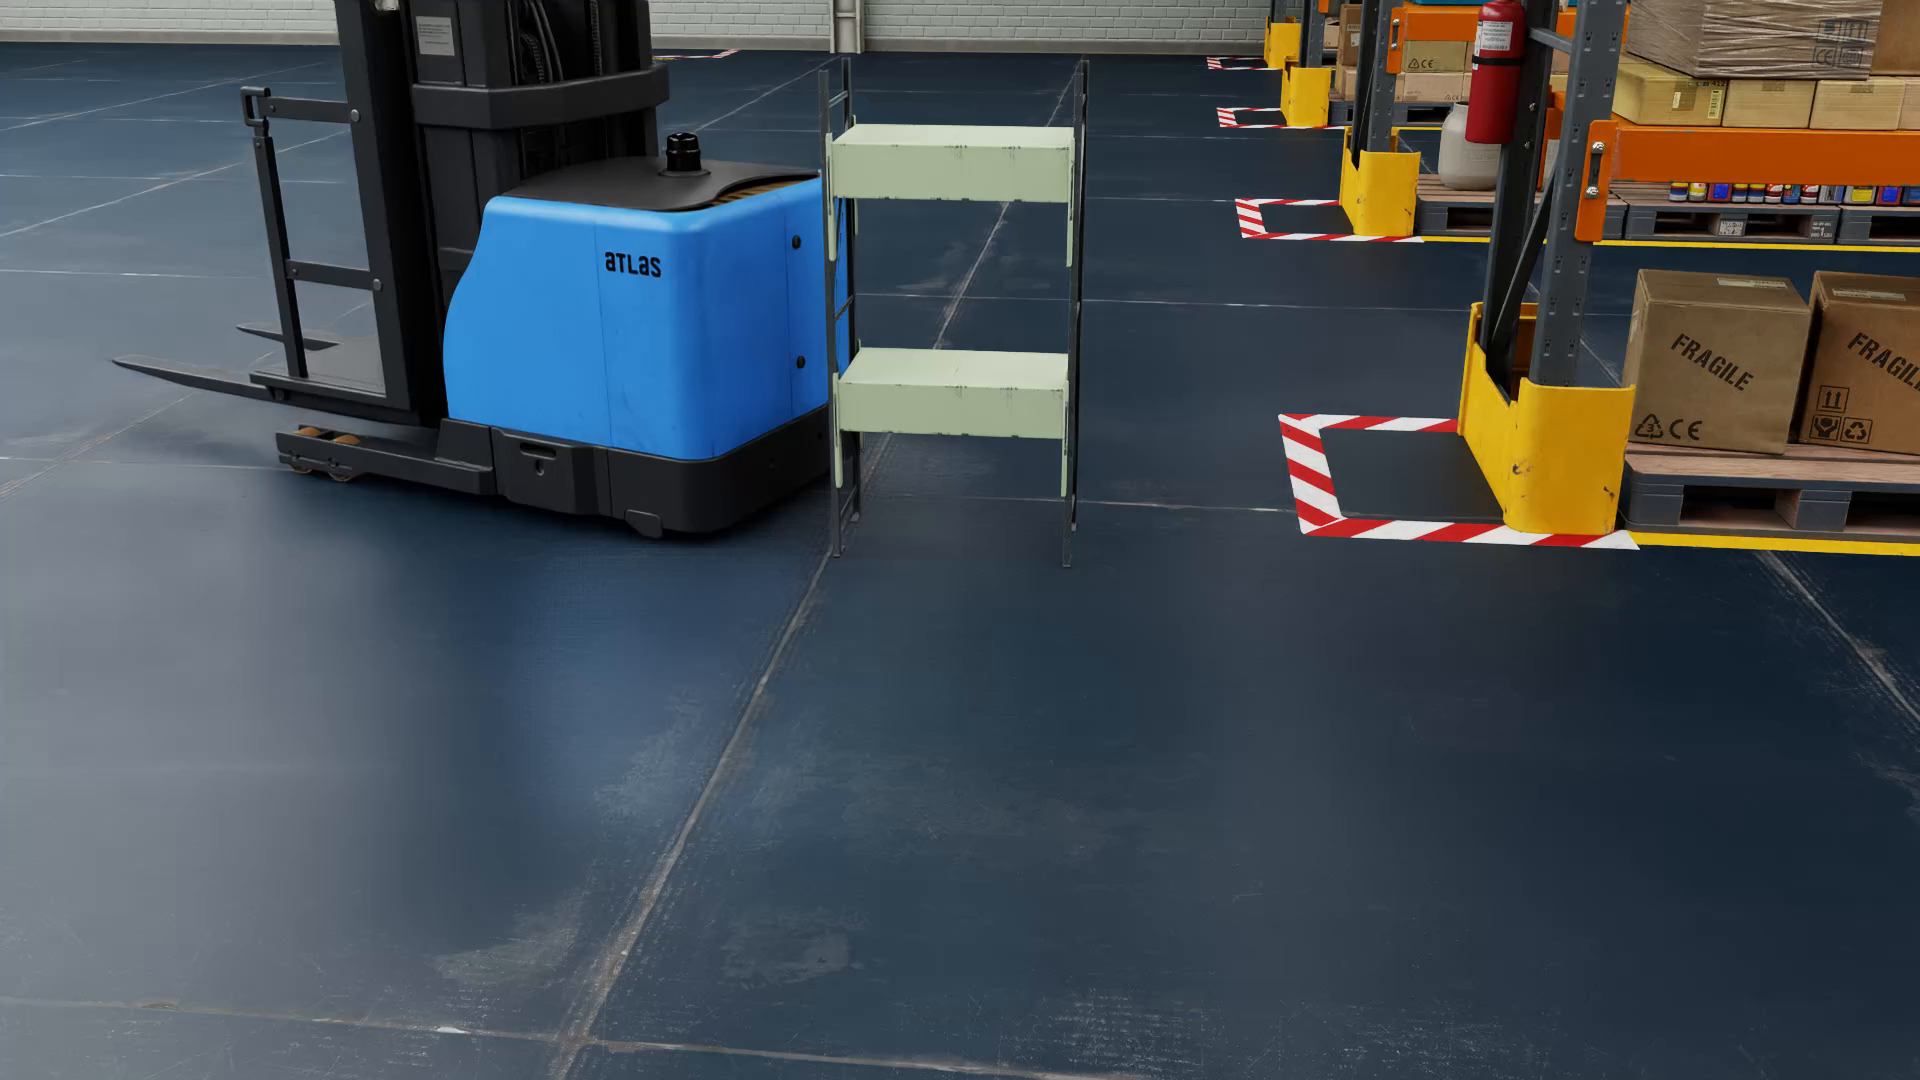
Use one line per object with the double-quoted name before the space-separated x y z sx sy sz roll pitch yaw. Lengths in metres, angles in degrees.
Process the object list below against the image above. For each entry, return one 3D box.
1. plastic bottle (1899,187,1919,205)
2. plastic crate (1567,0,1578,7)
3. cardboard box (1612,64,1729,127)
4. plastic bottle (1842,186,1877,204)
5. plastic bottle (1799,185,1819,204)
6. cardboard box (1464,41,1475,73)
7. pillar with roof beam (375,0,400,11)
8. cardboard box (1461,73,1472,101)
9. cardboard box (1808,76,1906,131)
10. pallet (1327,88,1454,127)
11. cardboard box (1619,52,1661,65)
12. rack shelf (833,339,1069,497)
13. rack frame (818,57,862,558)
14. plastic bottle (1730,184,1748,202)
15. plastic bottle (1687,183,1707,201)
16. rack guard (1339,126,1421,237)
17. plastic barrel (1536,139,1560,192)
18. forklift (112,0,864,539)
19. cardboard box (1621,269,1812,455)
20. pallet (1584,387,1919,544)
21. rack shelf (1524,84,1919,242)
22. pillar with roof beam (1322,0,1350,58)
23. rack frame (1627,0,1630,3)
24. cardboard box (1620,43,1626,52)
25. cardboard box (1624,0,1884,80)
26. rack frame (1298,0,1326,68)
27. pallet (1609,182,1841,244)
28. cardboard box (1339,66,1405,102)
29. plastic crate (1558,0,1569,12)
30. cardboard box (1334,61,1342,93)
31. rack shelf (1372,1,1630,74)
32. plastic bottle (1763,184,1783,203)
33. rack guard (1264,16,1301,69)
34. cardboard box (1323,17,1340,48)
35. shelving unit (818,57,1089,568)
"plastic bottle" 5.677 -2.168 9.849 0.185 0.351 0.144 1 22 4
"plastic crate" 3.745 -3.426 10.228 0.408 0.251 0.499 2 22 6
"cardboard box" 2.240 -1.413 5.276 0.250 0.149 0.380 2 22 6
"plastic bottle" 5.356 -2.182 9.884 0.185 0.351 0.144 2 22 6
"plastic bottle" 5.074 -2.116 9.921 0.097 0.201 0.097 0 22 0
"cardboard box" 4.656 -4.369 14.560 0.500 0.500 0.500 2 22 6
"pillar with roof beam" -7.892 -9.078 16.161 0.400 9.000 9.100 2 22 6
"cardboard box" 4.655 -4.016 14.687 0.500 0.250 0.500 2 22 6
"cardboard box" 2.733 -1.379 5.190 0.250 0.149 0.380 2 22 6
"pallet" 3.919 -3.931 15.097 1.213 0.211 1.003 2 22 6
"cardboard box" 2.293 -1.575 5.687 0.250 0.149 0.380 2 22 6
"rack shelf" -0.007 -0.395 5.285 0.720 0.370 0.431 2 22 6
"rack frame" -0.370 -0.714 5.205 0.023 1.500 0.400 2 22 6
"plastic bottle" 4.673 -2.166 9.952 0.097 0.271 0.097 0 22 0
"plastic bottle" 4.435 -2.144 9.991 0.097 0.201 0.097 0 22 0
"rack guard" 2.649 -2.289 10.550 0.348 0.500 1.175 2 22 6
"plastic barrel" 3.729 -2.454 10.379 0.421 0.512 0.421 0 22 0
"forklift" -1.901 -1.730 5.830 3.031 2.935 1.130 11 24 25
"cardboard box" 2.604 -0.629 5.780 0.500 0.500 0.500 7 23 16
"pallet" 2.864 -0.281 5.864 1.213 0.211 1.003 2 22 6
"rack shelf" 3.972 -1.208 5.394 4.000 0.370 1.077 2 22 6
"pillar with roof beam" 4.025 -8.558 14.848 0.400 9.000 9.100 2 22 6
"rack frame" 7.707 -6.882 18.766 0.127 3.000 1.000 2 22 6
"cardboard box" 5.649 -4.325 14.447 0.500 0.500 0.500 2 22 6
"cardboard box" 2.528 -1.780 5.322 0.500 0.500 0.875 2 22 6
"rack frame" 3.155 -5.246 14.629 0.127 3.000 1.000 2 22 6
"pallet" 4.664 -2.064 10.373 1.213 0.211 1.003 2 22 6
"cardboard box" 3.661 -4.058 14.793 0.500 0.250 0.500 2 22 6
"plastic crate" 3.419 -3.159 9.708 0.250 0.136 0.298 2 22 6
"cardboard box" 3.722 -4.247 15.272 0.500 0.250 0.500 2 22 6
"rack shelf" 4.554 -3.017 9.968 4.000 0.370 1.077 2 22 6
"plastic bottle" 4.870 -2.125 9.943 0.097 0.201 0.097 0 22 0
"rack guard" 3.810 -5.889 19.655 0.348 0.500 1.175 2 22 6
"cardboard box" 4.411 -5.946 19.459 0.500 0.311 0.500 0 22 0
"shelving unit" -0.007 -0.698 5.165 0.755 1.500 0.431 2 22 6
